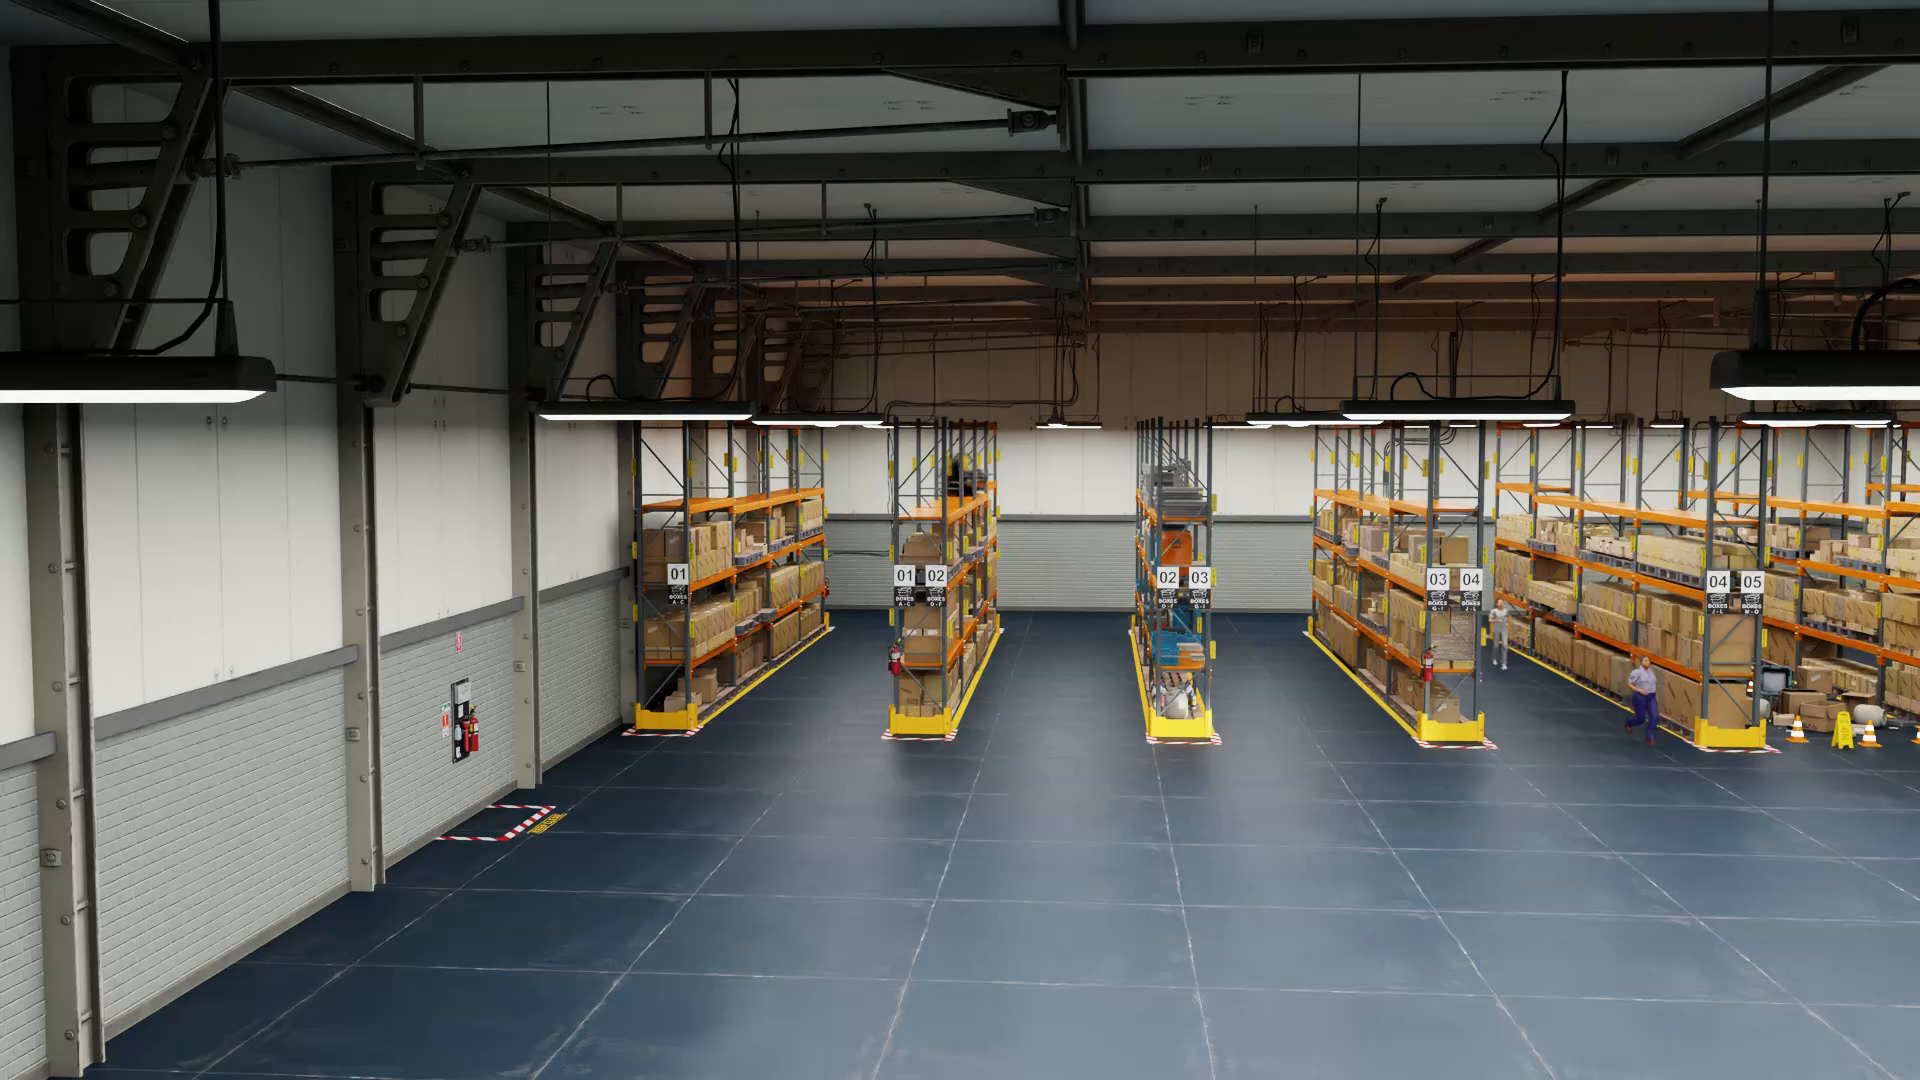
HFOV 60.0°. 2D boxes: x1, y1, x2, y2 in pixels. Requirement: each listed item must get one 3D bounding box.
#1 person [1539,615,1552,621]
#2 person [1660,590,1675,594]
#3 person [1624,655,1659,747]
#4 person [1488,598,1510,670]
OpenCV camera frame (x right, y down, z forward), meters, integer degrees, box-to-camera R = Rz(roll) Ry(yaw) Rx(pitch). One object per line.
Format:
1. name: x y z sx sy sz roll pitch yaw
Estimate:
1. person: 16.740 1.809 47.279 0.672 1.656 0.547 1 4 8
2. person: 20.280 1.780 47.243 0.719 1.789 0.729 1 4 19
3. person: 12.553 2.938 30.566 0.634 1.656 0.802 -1 4 -17
4. person: 13.044 2.237 40.192 0.559 1.685 0.884 0 4 4
